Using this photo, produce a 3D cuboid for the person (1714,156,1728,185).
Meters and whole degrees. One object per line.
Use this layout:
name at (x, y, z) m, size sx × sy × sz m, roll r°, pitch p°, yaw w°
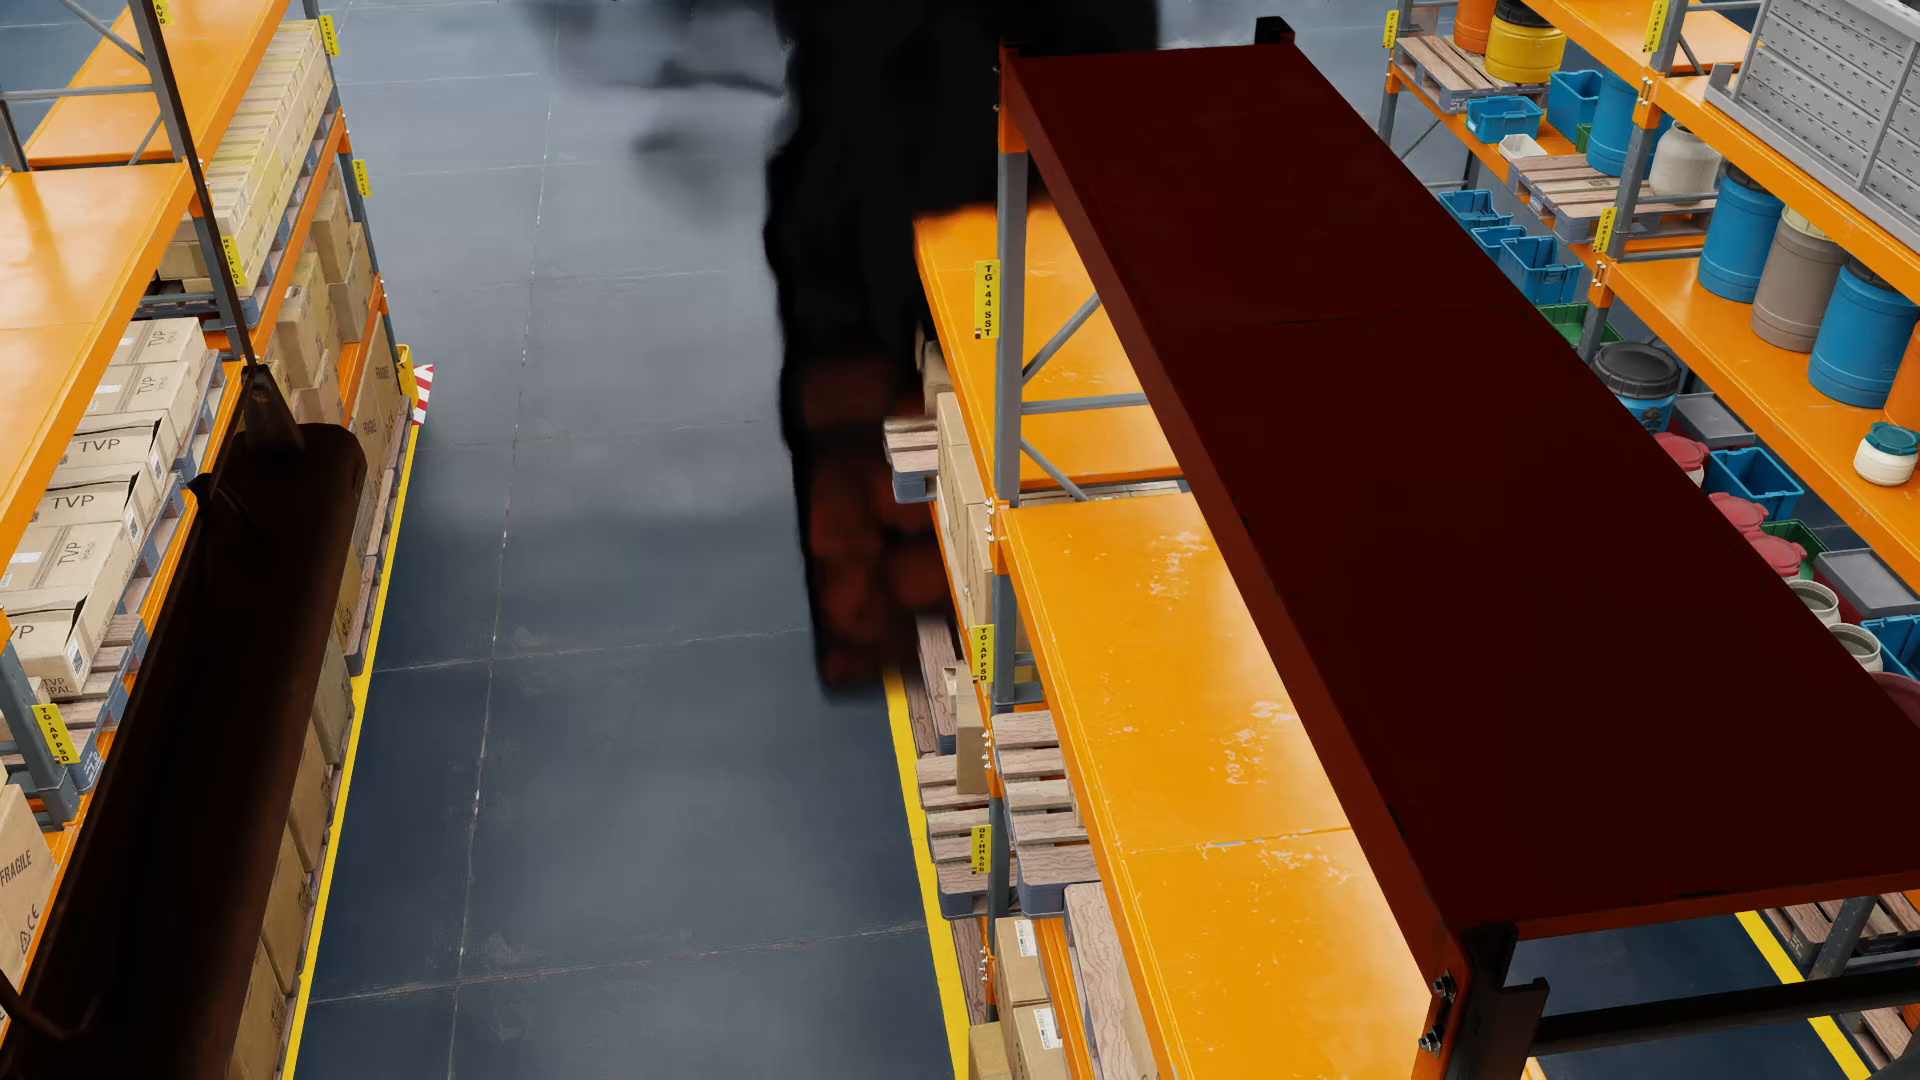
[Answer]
person at (8.261, -4.242, 17.844) m, size 0.763 × 1.666 × 0.590 m, roll 14°, pitch 38°, yaw 18°
